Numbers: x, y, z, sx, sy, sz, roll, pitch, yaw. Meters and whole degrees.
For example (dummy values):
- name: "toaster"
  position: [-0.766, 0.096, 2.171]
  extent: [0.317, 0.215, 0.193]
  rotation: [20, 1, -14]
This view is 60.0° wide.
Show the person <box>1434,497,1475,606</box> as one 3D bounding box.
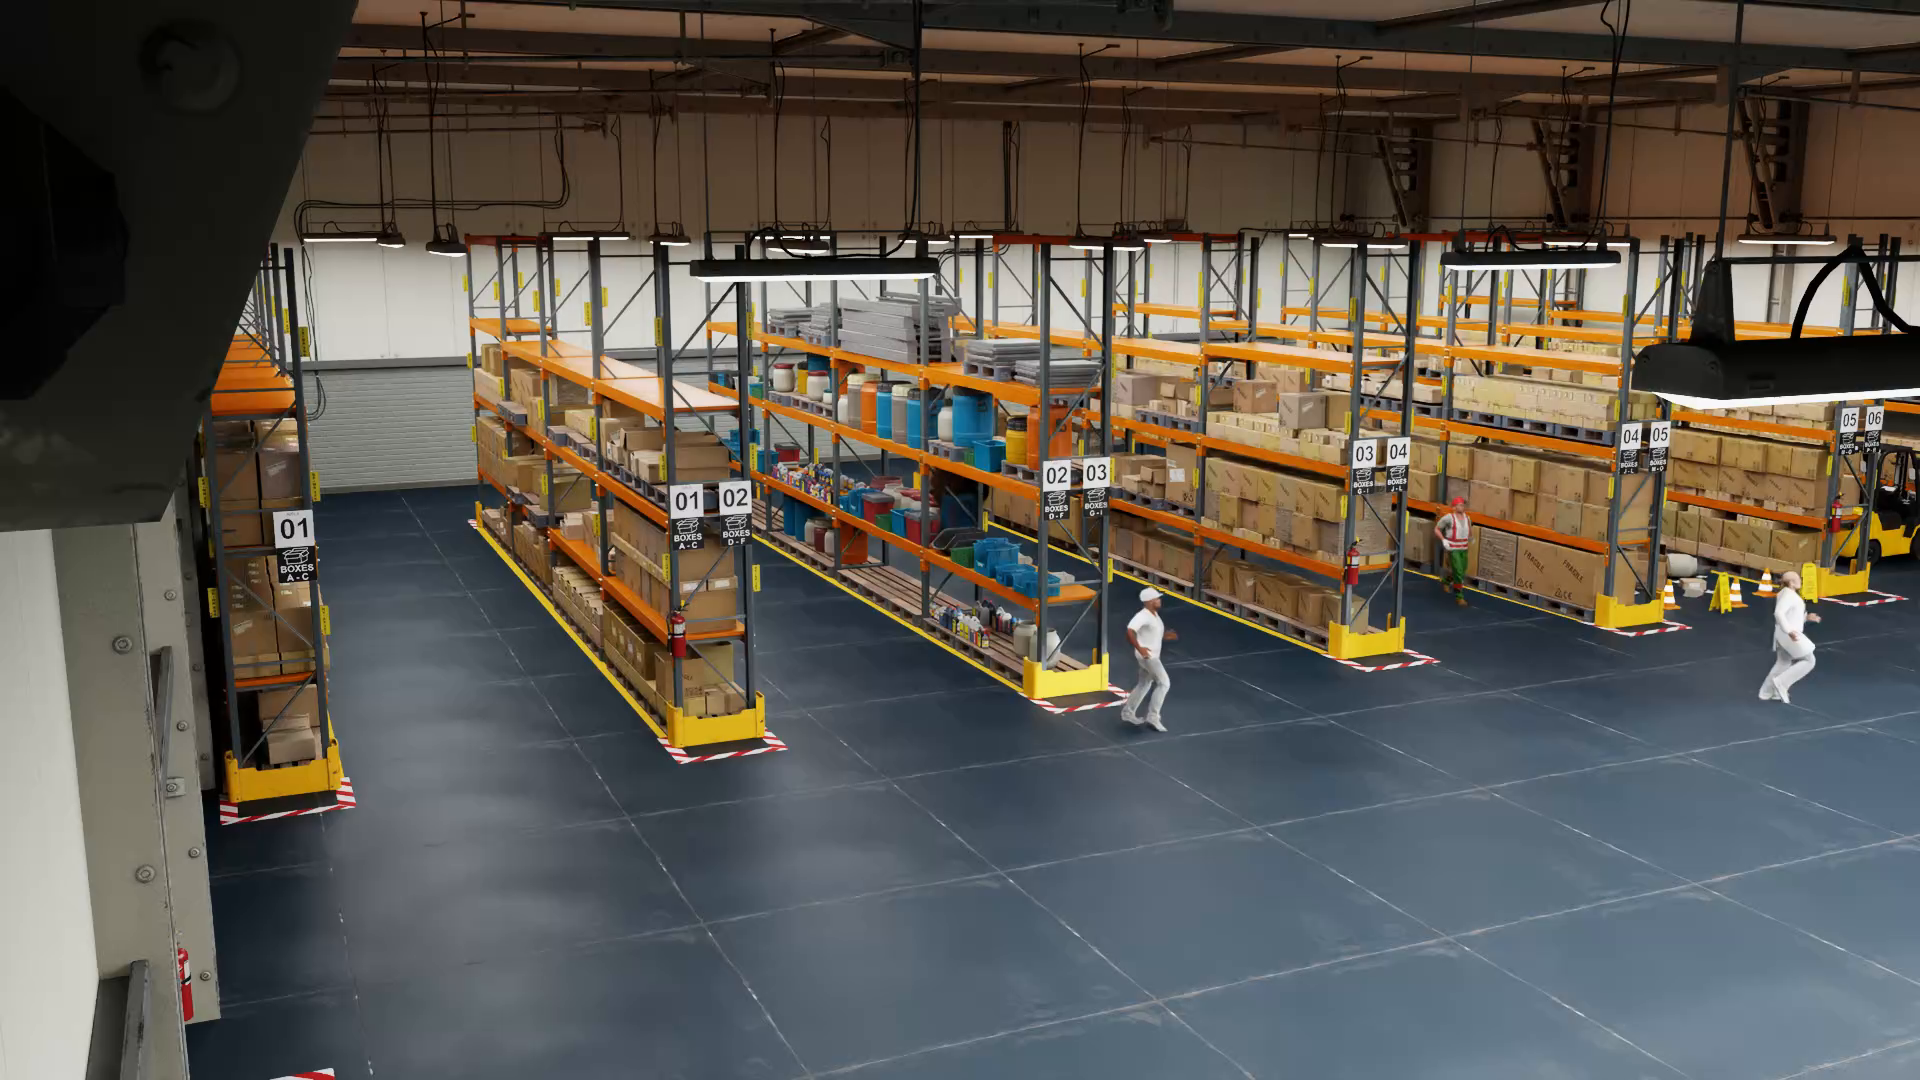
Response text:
- name: "person"
  position: [8.226, 0.157, 27.660]
  extent: [0.663, 1.778, 0.802]
  rotation: [-5, 12, -22]

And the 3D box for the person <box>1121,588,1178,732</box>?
- name: "person"
  position: [2.379, 1.492, 20.878]
  extent: [0.695, 1.816, 0.676]
  rotation: [1, 11, 8]

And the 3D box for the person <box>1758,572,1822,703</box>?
- name: "person"
  position: [10.968, 1.275, 21.900]
  extent: [0.692, 1.740, 0.691]
  rotation: [2, 11, 10]
